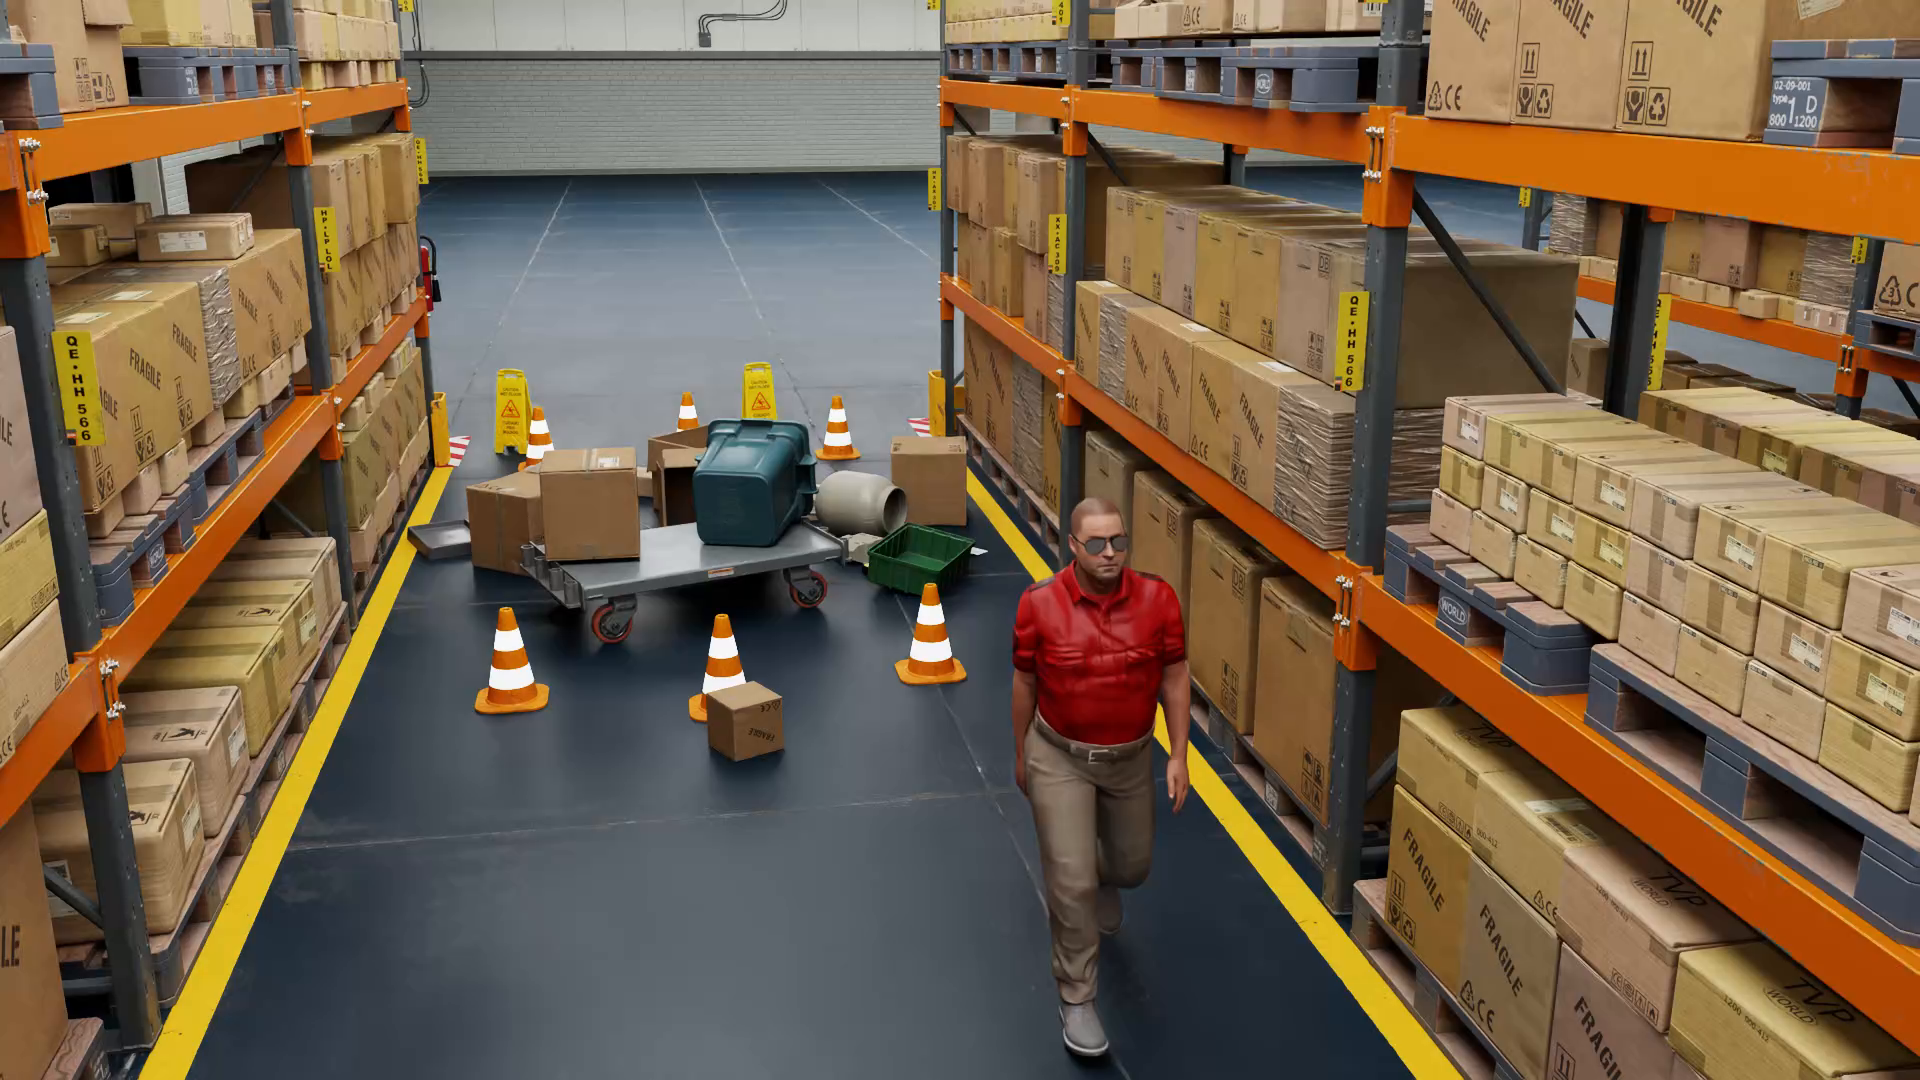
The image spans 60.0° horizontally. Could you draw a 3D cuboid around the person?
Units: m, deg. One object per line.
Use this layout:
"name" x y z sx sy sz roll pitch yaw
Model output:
"person" 0.430 0.658 5.282 0.550 1.685 0.901 -3 17 -10
